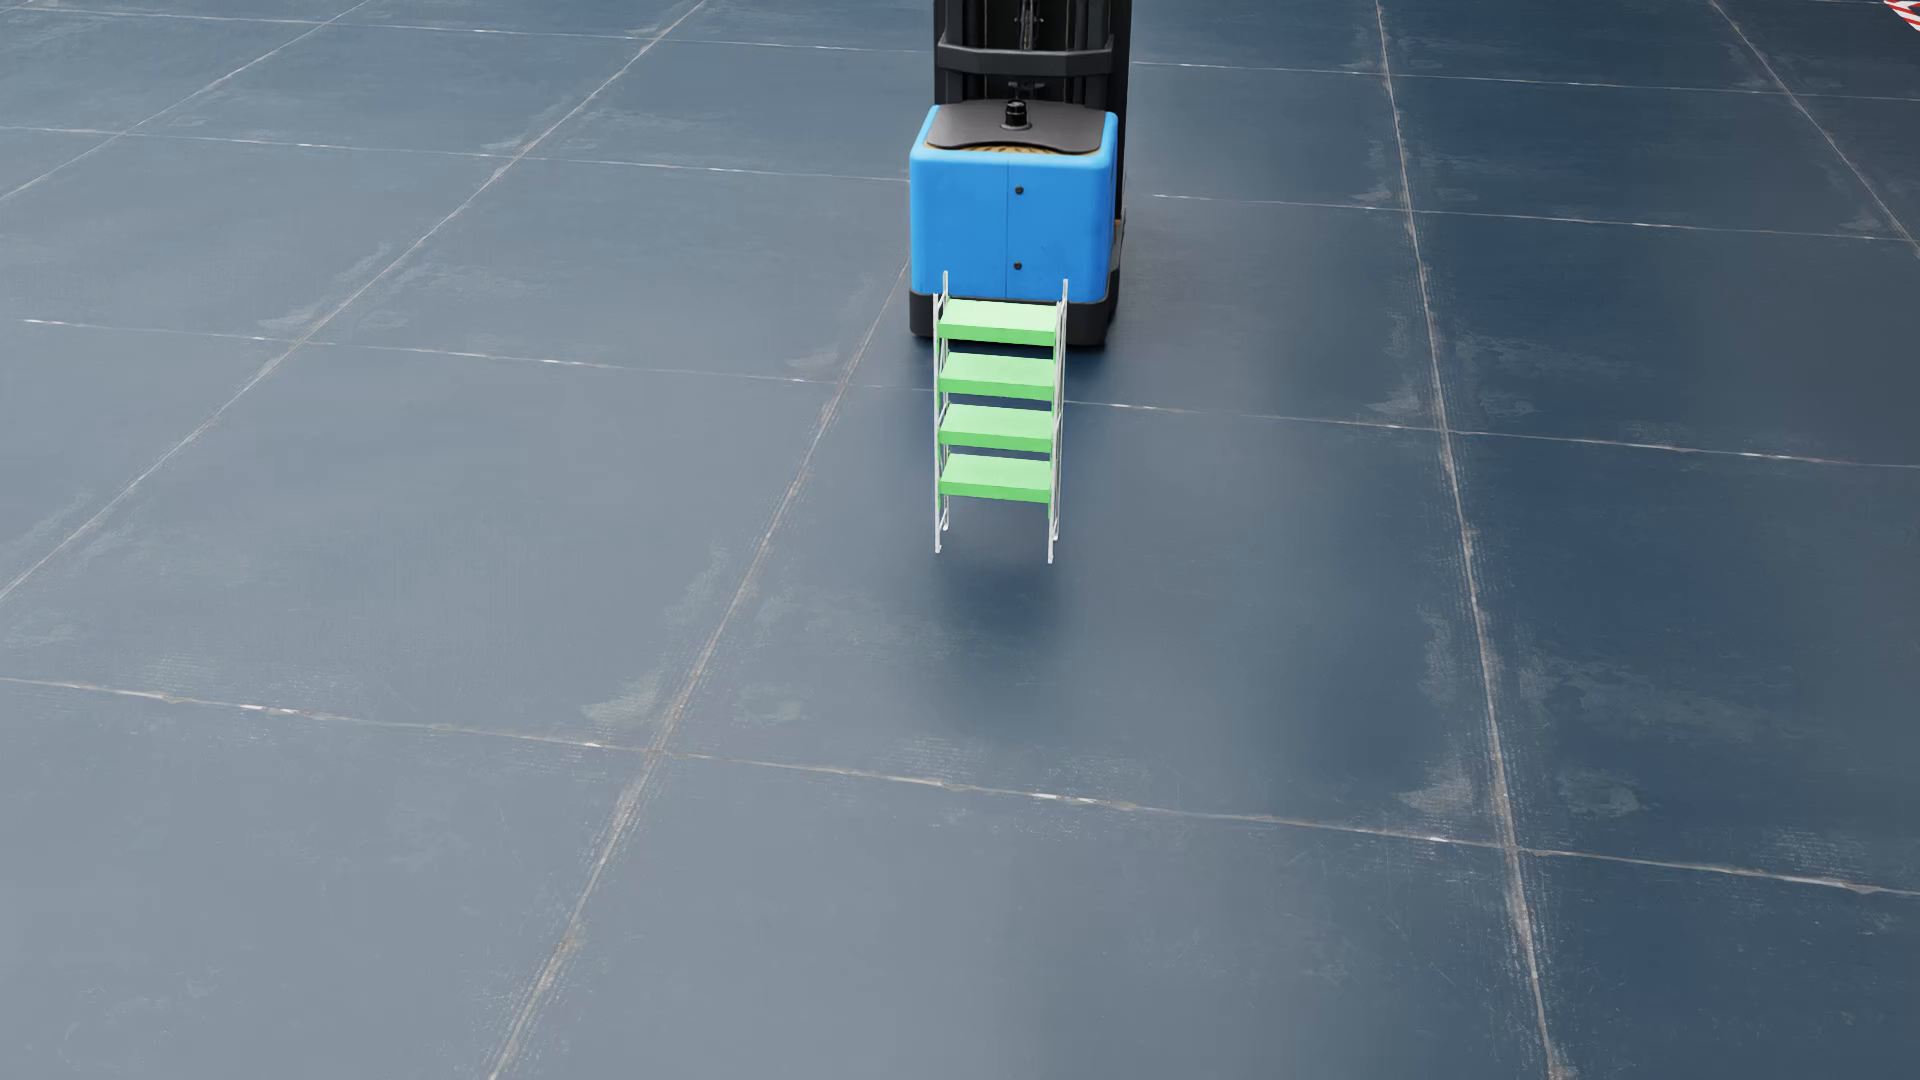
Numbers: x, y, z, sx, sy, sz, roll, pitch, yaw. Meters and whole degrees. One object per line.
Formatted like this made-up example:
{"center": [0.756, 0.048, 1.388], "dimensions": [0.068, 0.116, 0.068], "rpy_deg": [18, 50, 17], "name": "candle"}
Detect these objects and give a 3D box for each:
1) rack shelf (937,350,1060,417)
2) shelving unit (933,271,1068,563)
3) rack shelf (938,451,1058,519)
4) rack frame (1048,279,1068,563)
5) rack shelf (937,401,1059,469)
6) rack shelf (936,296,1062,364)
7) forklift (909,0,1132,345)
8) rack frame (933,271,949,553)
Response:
{"center": [0.163, -0.643, 6.815], "dimensions": [0.480, 0.148, 0.258], "rpy_deg": [5, 32, 8], "name": "rack shelf"}
{"center": [0.163, -0.494, 6.908], "dimensions": [0.503, 1.200, 0.258], "rpy_deg": [5, 32, 8], "name": "shelving unit"}
{"center": [0.163, -0.236, 7.069], "dimensions": [0.480, 0.148, 0.258], "rpy_deg": [5, 32, 8], "name": "rack shelf"}
{"center": [0.404, -0.472, 6.873], "dimensions": [0.015, 1.200, 0.240], "rpy_deg": [5, 32, 8], "name": "rack frame"}
{"center": [0.163, -0.440, 6.942], "dimensions": [0.480, 0.148, 0.258], "rpy_deg": [5, 32, 8], "name": "rack shelf"}
{"center": [0.163, -0.847, 6.687], "dimensions": [0.480, 0.148, 0.258], "rpy_deg": [5, 32, 8], "name": "rack shelf"}
{"center": [0.429, -3.030, 9.329], "dimensions": [1.130, 2.935, 3.031], "rpy_deg": [4, 32, 6], "name": "forklift"}
{"center": [-0.077, -0.516, 6.943], "dimensions": [0.015, 1.200, 0.240], "rpy_deg": [5, 32, 8], "name": "rack frame"}
